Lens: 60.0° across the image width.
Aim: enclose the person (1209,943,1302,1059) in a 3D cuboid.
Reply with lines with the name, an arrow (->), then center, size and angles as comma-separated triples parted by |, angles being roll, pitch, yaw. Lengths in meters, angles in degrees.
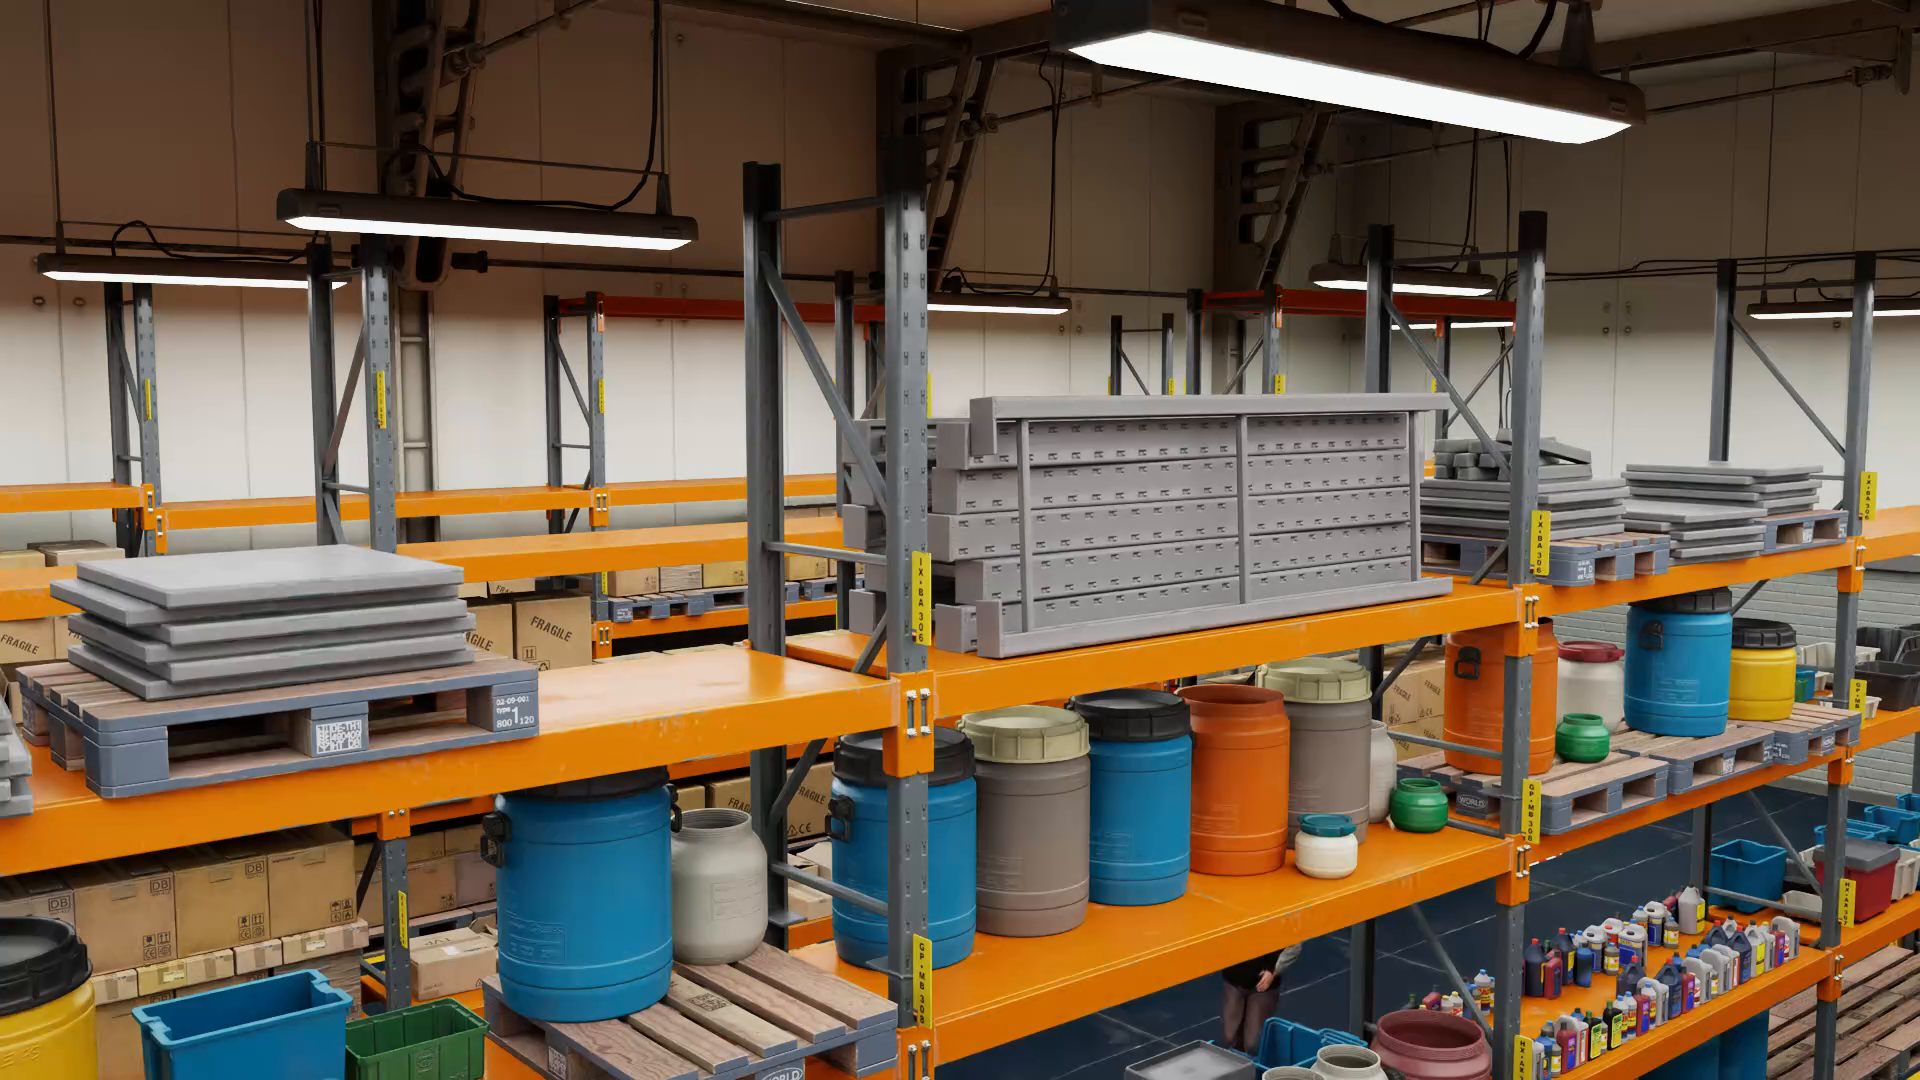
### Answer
person -> 2.094, 3.185, 11.939 | 0.656, 1.673, 0.607 | 5, 7, 39
